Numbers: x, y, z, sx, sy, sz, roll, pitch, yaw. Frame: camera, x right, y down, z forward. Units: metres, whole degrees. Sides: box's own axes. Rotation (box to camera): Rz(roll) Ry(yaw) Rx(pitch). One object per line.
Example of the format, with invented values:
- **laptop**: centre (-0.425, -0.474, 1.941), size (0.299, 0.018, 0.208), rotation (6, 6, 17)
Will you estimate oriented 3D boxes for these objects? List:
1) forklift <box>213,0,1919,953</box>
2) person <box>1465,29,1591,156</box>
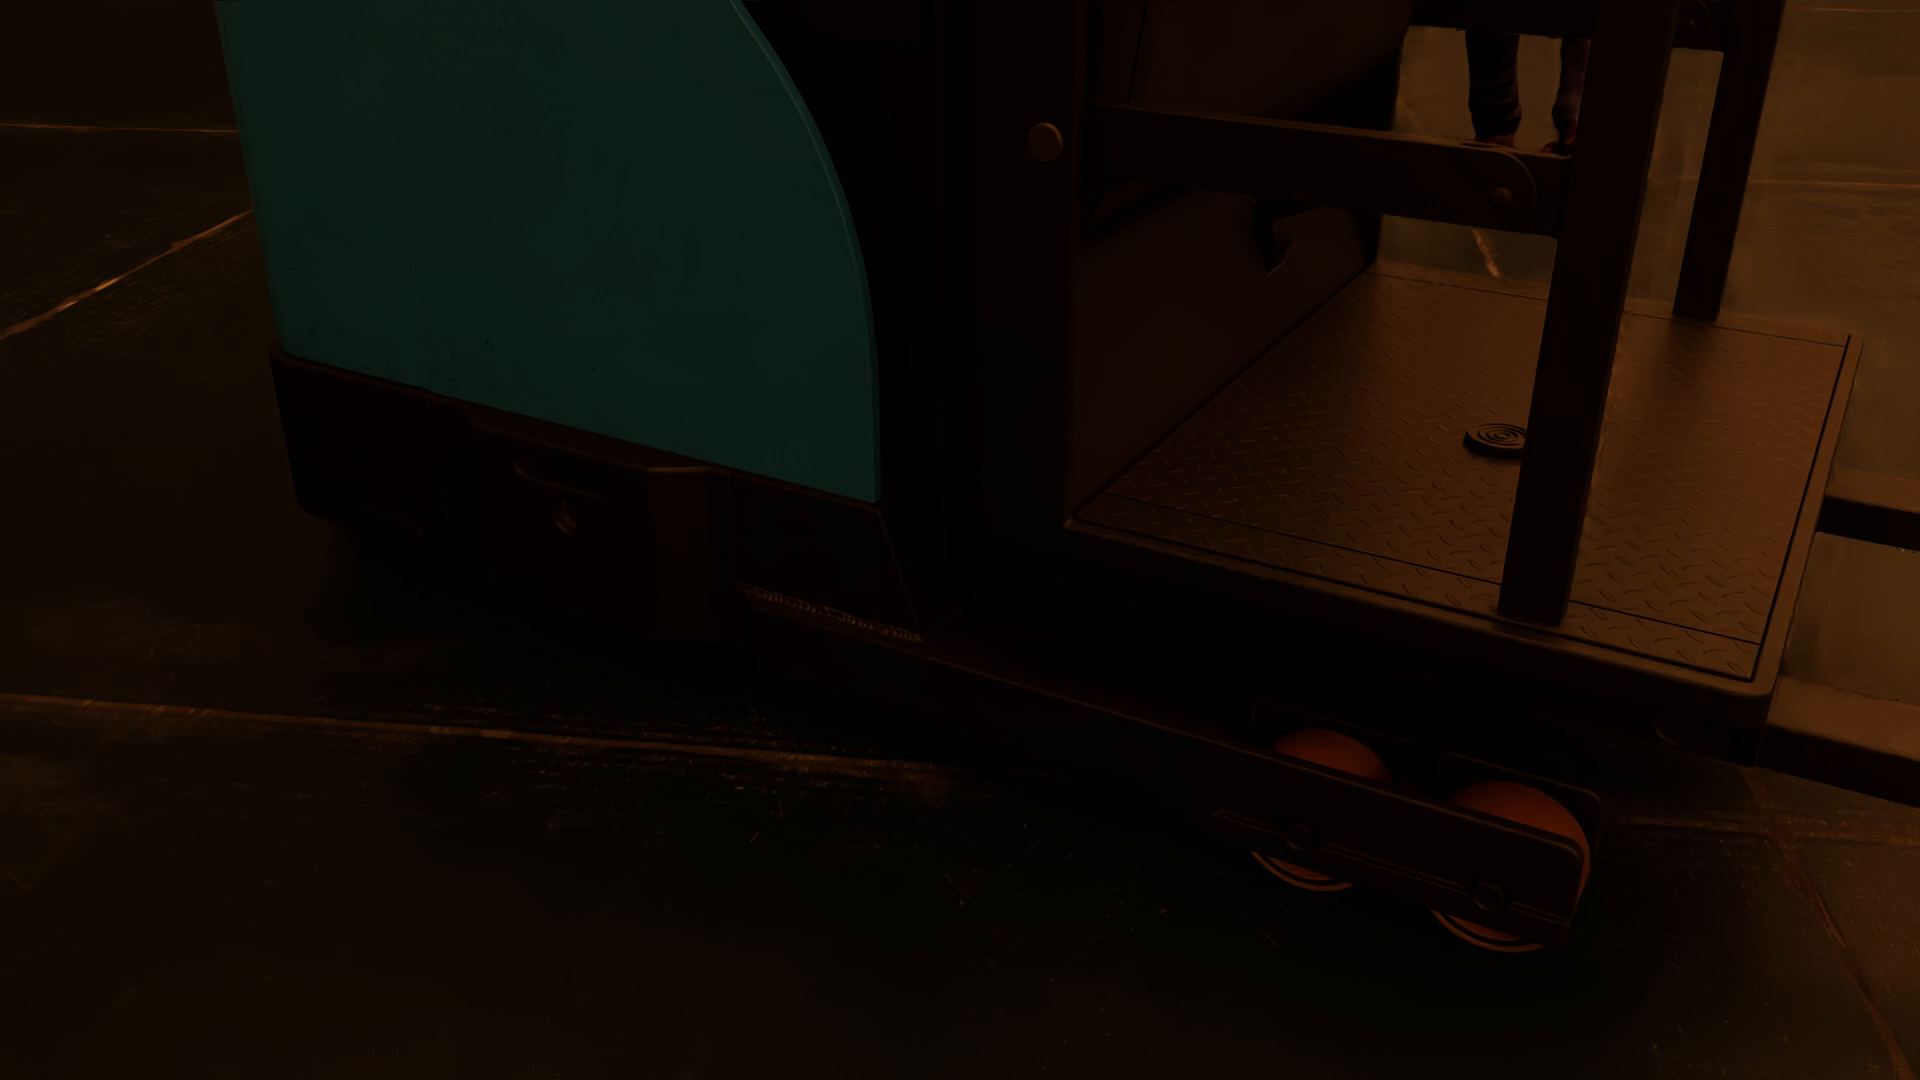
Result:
- **forklift**: centre (0.551, -1.170, 1.563), size (3.031, 2.935, 1.130), rotation (14, 30, 26)
- **person**: centre (1.476, -1.672, 4.139), size (0.533, 1.560, 0.776), rotation (5, 27, 10)
